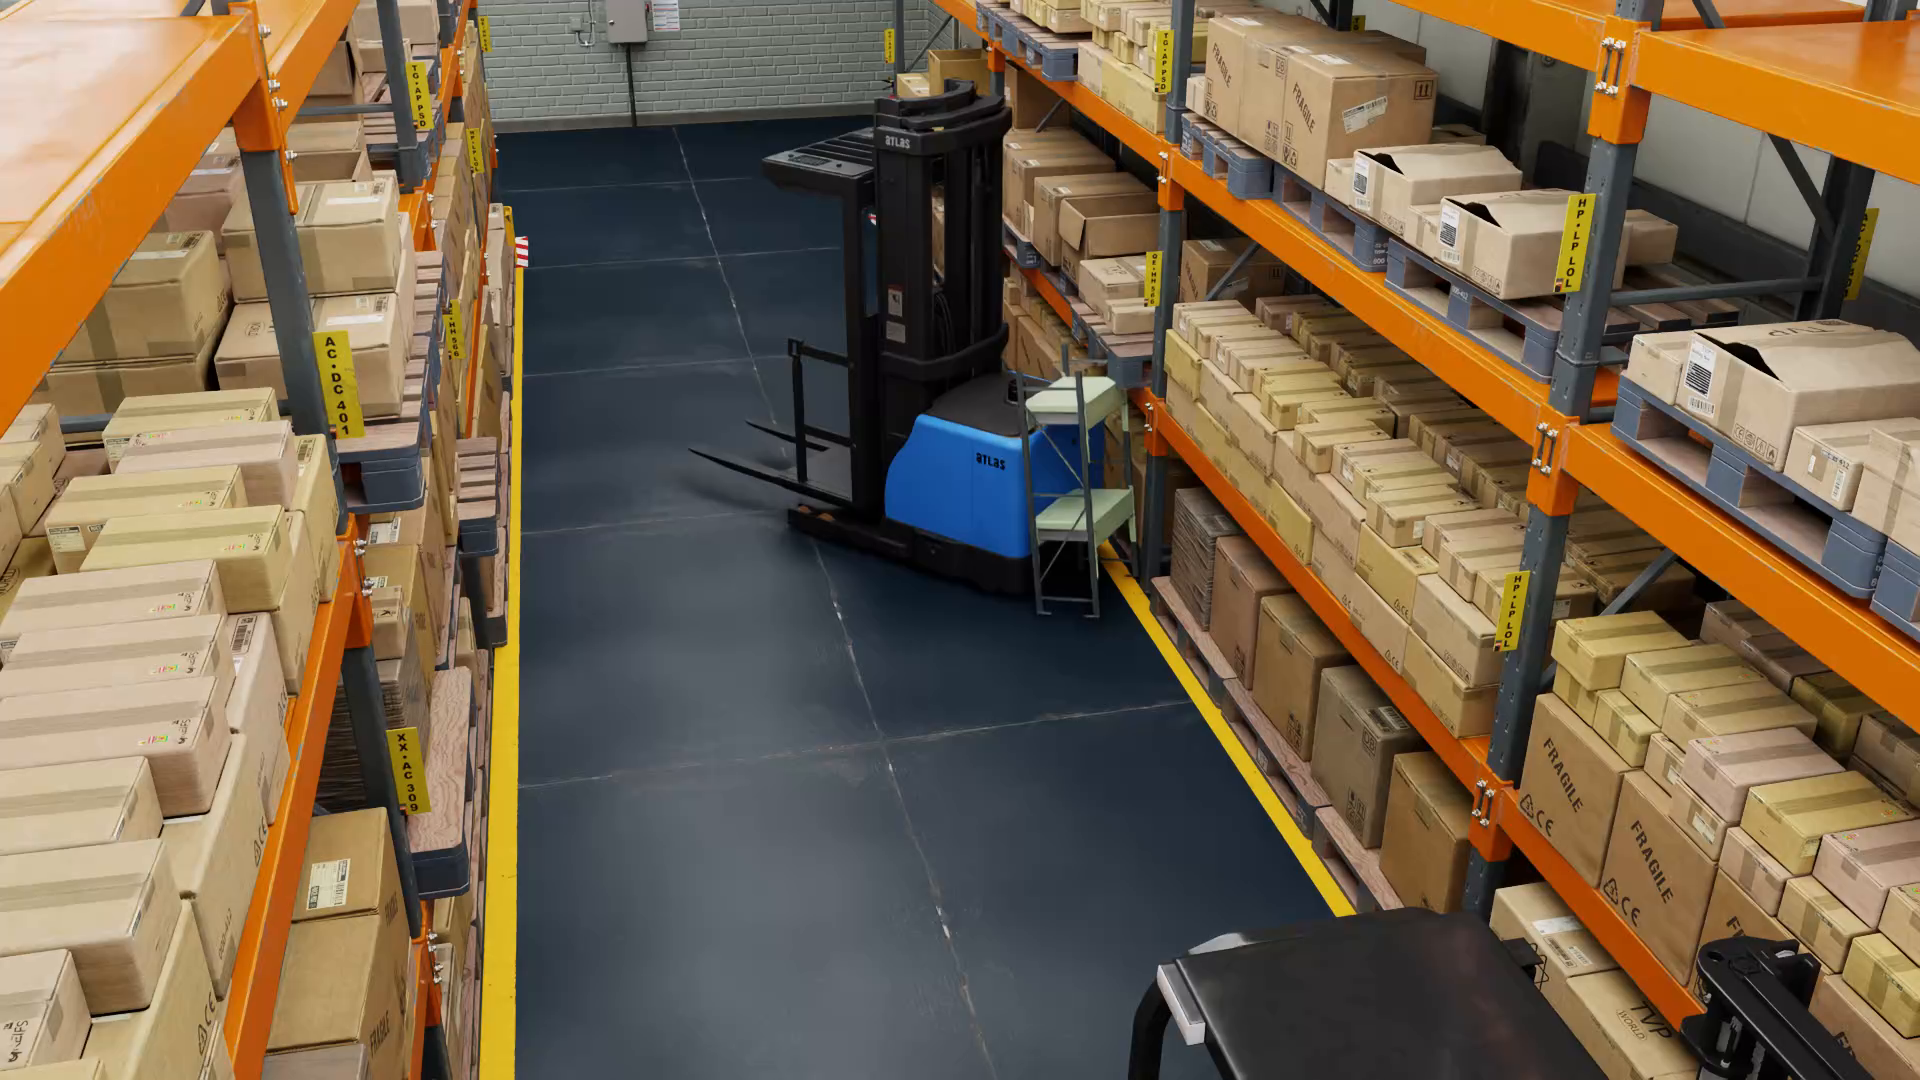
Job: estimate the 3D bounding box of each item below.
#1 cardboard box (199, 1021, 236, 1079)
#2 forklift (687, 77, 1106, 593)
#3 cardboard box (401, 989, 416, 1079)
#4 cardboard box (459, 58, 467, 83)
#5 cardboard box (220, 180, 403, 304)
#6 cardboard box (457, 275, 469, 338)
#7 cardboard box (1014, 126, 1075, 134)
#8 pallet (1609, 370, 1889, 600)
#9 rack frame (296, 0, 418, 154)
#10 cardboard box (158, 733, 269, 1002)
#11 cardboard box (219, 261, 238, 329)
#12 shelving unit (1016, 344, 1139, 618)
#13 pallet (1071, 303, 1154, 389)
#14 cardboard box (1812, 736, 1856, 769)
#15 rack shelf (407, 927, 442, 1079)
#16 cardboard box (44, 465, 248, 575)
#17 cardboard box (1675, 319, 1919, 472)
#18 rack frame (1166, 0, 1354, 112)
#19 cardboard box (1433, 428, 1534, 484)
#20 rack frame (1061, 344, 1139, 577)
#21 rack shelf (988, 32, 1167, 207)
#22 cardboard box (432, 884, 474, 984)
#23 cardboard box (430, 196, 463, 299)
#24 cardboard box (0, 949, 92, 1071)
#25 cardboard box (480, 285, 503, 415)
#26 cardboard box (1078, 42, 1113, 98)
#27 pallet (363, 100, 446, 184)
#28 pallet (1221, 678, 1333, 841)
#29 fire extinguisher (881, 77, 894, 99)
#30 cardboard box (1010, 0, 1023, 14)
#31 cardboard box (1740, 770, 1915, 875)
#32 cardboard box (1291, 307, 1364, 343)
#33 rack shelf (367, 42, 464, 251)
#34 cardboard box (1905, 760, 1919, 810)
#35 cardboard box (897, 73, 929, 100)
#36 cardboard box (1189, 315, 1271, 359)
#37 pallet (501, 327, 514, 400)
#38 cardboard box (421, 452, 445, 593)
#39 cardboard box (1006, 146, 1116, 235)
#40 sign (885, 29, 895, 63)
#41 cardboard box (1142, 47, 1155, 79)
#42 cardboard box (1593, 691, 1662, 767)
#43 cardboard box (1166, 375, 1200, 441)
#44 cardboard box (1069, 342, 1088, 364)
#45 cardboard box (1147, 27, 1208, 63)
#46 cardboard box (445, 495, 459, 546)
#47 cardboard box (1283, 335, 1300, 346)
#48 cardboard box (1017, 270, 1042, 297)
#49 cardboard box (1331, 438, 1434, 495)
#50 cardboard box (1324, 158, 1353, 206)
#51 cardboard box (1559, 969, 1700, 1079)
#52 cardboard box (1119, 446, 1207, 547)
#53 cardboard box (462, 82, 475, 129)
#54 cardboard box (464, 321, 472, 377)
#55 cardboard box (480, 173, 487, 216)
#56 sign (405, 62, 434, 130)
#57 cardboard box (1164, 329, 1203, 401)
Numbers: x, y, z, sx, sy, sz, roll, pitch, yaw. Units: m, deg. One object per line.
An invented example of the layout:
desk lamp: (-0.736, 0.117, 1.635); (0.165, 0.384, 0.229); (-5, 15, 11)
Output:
cardboard box: (-1.450, 0.972, 2.791); (0.380, 0.149, 0.250); (-6, 27, -11)
forklift: (-0.543, -1.489, 10.793); (3.031, 2.935, 1.130); (18, 32, 32)
cardboard box: (-1.865, 1.520, 5.035); (0.380, 0.149, 0.250); (-5, 27, -10)
cardboard box: (-4.119, -3.722, 13.202); (0.380, 0.149, 0.250); (-7, 28, -13)
cardboard box: (-2.161, -1.009, 5.583); (0.500, 0.250, 0.500); (-7, 28, -13)
cardboard box: (-3.288, -1.418, 10.189); (0.500, 0.250, 0.500); (-6, 27, -12)
cardboard box: (0.766, -3.359, 14.259); (0.500, 0.250, 0.500); (-6, 27, -12)
pallet: (2.755, -0.245, 5.022); (1.003, 0.211, 1.213); (-6, 27, -12)
rack frame: (-3.199, -3.245, 7.540); (1.000, 3.000, 0.127); (-6, 27, -12)
cardboard box: (-1.591, 0.619, 3.049); (0.500, 0.250, 0.500); (-5, 27, -10)
cardboard box: (-2.680, -0.735, 5.596); (0.500, 0.250, 0.500); (-6, 27, -11)
shelving unit: (0.731, -0.372, 10.094); (0.431, 1.500, 0.755); (3, 19, 25)
pallet: (1.415, -1.278, 10.512); (1.213, 0.211, 1.003); (-6, 27, -12)
cardboard box: (3.002, 0.687, 5.575); (0.380, 0.149, 0.250); (-5, 27, -10)
rack shelf: (-1.847, 2.388, 3.835); (1.077, 0.370, 4.000); (-6, 27, -12)
cardboard box: (-1.909, -0.047, 3.926); (0.380, 0.149, 0.250); (-5, 27, -10)
cardboard box: (2.487, -0.458, 4.869); (0.500, 0.311, 0.500); (-5, 27, -11)
rack frame: (1.636, -3.751, 8.541); (1.000, 3.000, 0.127); (-6, 27, -12)
cardboard box: (2.431, -0.392, 7.714); (0.380, 0.149, 0.250); (-6, 27, -12)
rack frame: (0.880, -0.487, 10.408); (0.400, 1.500, 0.023); (3, 19, 25)
rack shelf: (1.185, -2.969, 11.119); (1.077, 0.370, 4.000); (-6, 27, -12)
cardboard box: (-2.584, 1.629, 6.990); (0.950, 0.372, 0.625); (-4, 27, -8)
cardboard box: (-3.295, -1.745, 10.004); (0.500, 0.500, 0.500); (-5, 27, -10)
cardboard box: (-1.479, 0.743, 2.360); (0.380, 0.149, 0.250); (-6, 27, -12)
cardboard box: (-3.883, -1.298, 12.231); (0.875, 0.875, 0.875); (-5, 27, -10)
cardboard box: (1.057, -2.986, 10.521); (0.500, 0.250, 0.500); (-6, 27, -12)
pallet: (-3.396, -2.099, 8.807); (1.213, 0.211, 1.003); (-5, 27, -9)
pallet: (2.055, 1.072, 8.739); (1.003, 0.211, 1.213); (-6, 27, -12)
fire extinguisher: (-0.650, -4.402, 16.988); (0.296, 0.674, 0.183); (-6, 27, -12)
cardboard box: (0.565, -3.778, 11.626); (0.380, 0.149, 0.250); (-6, 27, -11)
cardboard box: (2.576, 0.838, 4.947); (0.380, 0.149, 0.250); (-6, 27, -12)
cardboard box: (2.074, -1.181, 9.277); (0.380, 0.149, 0.250); (-5, 27, -10)
rack shelf: (-3.650, -2.463, 10.117); (1.077, 0.370, 4.000); (-6, 27, -12)
cardboard box: (3.149, 0.774, 5.073); (0.380, 0.149, 0.250); (-6, 27, -12)
cardboard box: (-0.327, -4.424, 16.369); (0.500, 0.250, 0.500); (-6, 27, -11)
cardboard box: (1.482, -1.120, 9.156); (0.380, 0.149, 0.250); (-5, 27, -10)
pallet: (-4.196, -1.420, 13.676); (1.003, 0.211, 1.213); (-6, 27, -12)
cardboard box: (-2.462, -0.074, 7.006); (0.500, 0.500, 0.500); (-7, 28, -14)
cardboard box: (0.742, -2.599, 12.339); (0.700, 0.500, 0.500); (-6, 27, -11)
sign: (-0.696, -4.916, 16.547); (0.100, 0.325, 0.005); (-6, 27, -12)
cardboard box: (1.282, -2.770, 9.651); (0.380, 0.149, 0.250); (-7, 28, -13)
cardboard box: (2.413, 0.629, 5.690); (0.380, 0.149, 0.250); (-5, 27, -10)
cardboard box: (1.498, -0.786, 9.492); (0.500, 0.250, 0.500); (-6, 27, -11)
cardboard box: (1.001, -1.323, 11.977); (0.380, 0.149, 0.250); (-6, 27, -11)
cardboard box: (1.270, -2.777, 9.334); (0.380, 0.149, 0.250); (-5, 27, -10)
cardboard box: (-2.540, -0.075, 7.730); (0.380, 0.149, 0.250); (-5, 27, -11)
cardboard box: (2.008, -1.060, 9.480); (0.500, 0.250, 0.500); (-5, 27, -10)
cardboard box: (0.661, -2.029, 13.046); (0.380, 0.149, 0.250); (-7, 28, -14)
cardboard box: (1.927, -0.336, 7.603); (0.380, 0.149, 0.250); (-6, 27, -11)
cardboard box: (1.820, -1.566, 7.244); (0.380, 0.149, 0.250); (-6, 27, -12)
cardboard box: (2.446, 1.747, 5.783); (0.500, 0.250, 0.500); (-6, 27, -12)
cardboard box: (1.331, -0.308, 10.686); (0.500, 0.500, 0.500); (-5, 27, -10)
cardboard box: (-4.080, -3.270, 13.026); (0.500, 0.500, 0.500); (-6, 27, -12)
cardboard box: (-3.310, -1.195, 10.302); (0.500, 0.250, 0.500); (-5, 27, -10)
cardboard box: (-4.061, -2.822, 13.247); (0.500, 0.500, 0.500); (-6, 27, -11)
sign: (-2.670, -2.191, 8.206); (0.100, 0.325, 0.005); (-6, 27, -12)
cardboard box: (1.474, -1.007, 9.374); (0.500, 0.250, 0.500); (-6, 27, -12)
